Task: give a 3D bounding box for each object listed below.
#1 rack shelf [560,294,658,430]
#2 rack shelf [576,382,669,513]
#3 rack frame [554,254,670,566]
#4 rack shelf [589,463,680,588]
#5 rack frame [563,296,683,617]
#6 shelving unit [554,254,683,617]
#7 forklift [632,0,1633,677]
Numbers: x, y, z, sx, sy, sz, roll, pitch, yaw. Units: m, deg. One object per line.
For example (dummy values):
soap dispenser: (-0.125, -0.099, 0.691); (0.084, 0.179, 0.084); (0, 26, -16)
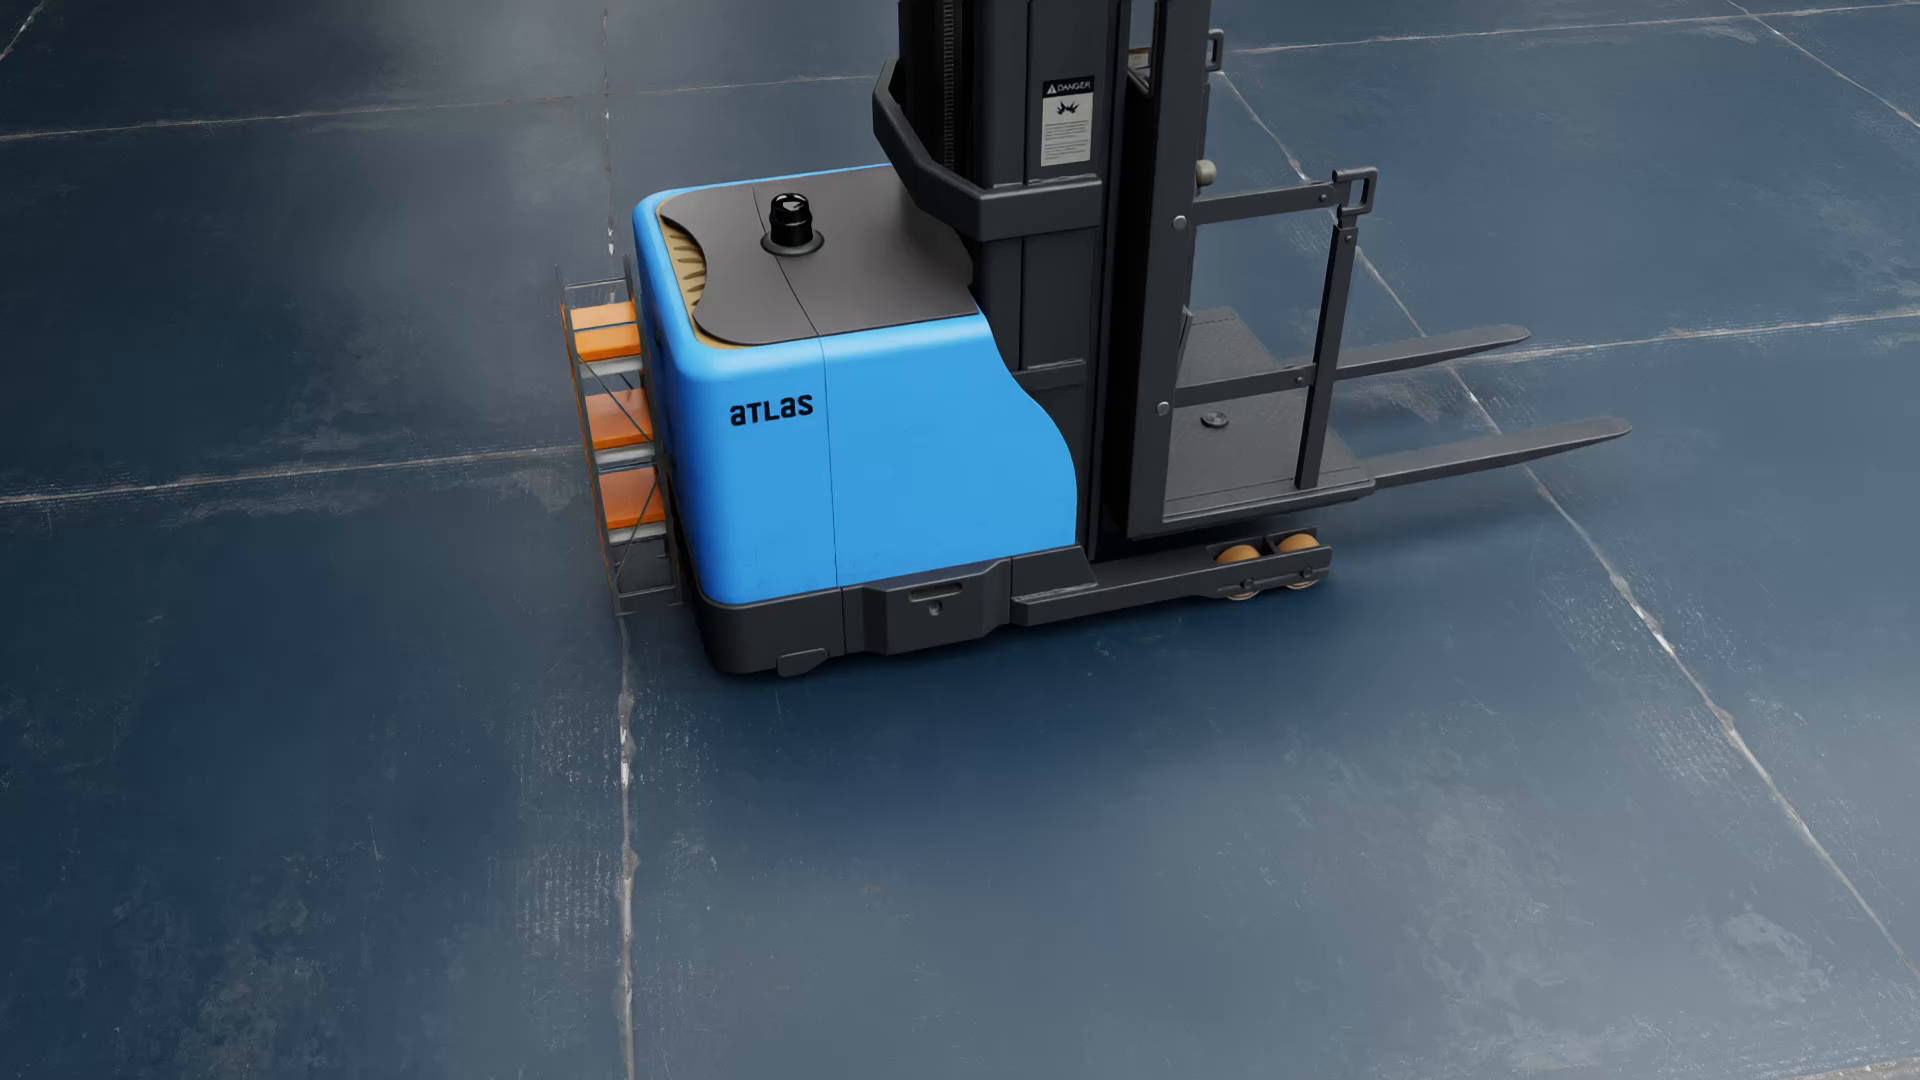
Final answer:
rack shelf: (-0.966, -0.492, 4.582); (0.215, 0.259, 0.240); (-10, 39, -13)
rack shelf: (-0.965, -0.268, 4.756); (0.215, 0.259, 0.240); (-10, 39, -13)
rack frame: (-0.999, -0.349, 4.842); (0.200, 1.050, 0.008); (-10, 39, -13)
rack shelf: (-0.964, -0.049, 4.927); (0.215, 0.259, 0.240); (-10, 39, -13)
rack frame: (-0.931, -0.205, 4.657); (0.200, 1.050, 0.008); (-10, 39, -13)
shelving unit: (-0.965, -0.277, 4.749); (0.215, 1.050, 0.252); (-10, 39, -13)
forklift: (0.620, -1.278, 4.506); (3.031, 2.935, 1.130); (-10, 39, -13)
